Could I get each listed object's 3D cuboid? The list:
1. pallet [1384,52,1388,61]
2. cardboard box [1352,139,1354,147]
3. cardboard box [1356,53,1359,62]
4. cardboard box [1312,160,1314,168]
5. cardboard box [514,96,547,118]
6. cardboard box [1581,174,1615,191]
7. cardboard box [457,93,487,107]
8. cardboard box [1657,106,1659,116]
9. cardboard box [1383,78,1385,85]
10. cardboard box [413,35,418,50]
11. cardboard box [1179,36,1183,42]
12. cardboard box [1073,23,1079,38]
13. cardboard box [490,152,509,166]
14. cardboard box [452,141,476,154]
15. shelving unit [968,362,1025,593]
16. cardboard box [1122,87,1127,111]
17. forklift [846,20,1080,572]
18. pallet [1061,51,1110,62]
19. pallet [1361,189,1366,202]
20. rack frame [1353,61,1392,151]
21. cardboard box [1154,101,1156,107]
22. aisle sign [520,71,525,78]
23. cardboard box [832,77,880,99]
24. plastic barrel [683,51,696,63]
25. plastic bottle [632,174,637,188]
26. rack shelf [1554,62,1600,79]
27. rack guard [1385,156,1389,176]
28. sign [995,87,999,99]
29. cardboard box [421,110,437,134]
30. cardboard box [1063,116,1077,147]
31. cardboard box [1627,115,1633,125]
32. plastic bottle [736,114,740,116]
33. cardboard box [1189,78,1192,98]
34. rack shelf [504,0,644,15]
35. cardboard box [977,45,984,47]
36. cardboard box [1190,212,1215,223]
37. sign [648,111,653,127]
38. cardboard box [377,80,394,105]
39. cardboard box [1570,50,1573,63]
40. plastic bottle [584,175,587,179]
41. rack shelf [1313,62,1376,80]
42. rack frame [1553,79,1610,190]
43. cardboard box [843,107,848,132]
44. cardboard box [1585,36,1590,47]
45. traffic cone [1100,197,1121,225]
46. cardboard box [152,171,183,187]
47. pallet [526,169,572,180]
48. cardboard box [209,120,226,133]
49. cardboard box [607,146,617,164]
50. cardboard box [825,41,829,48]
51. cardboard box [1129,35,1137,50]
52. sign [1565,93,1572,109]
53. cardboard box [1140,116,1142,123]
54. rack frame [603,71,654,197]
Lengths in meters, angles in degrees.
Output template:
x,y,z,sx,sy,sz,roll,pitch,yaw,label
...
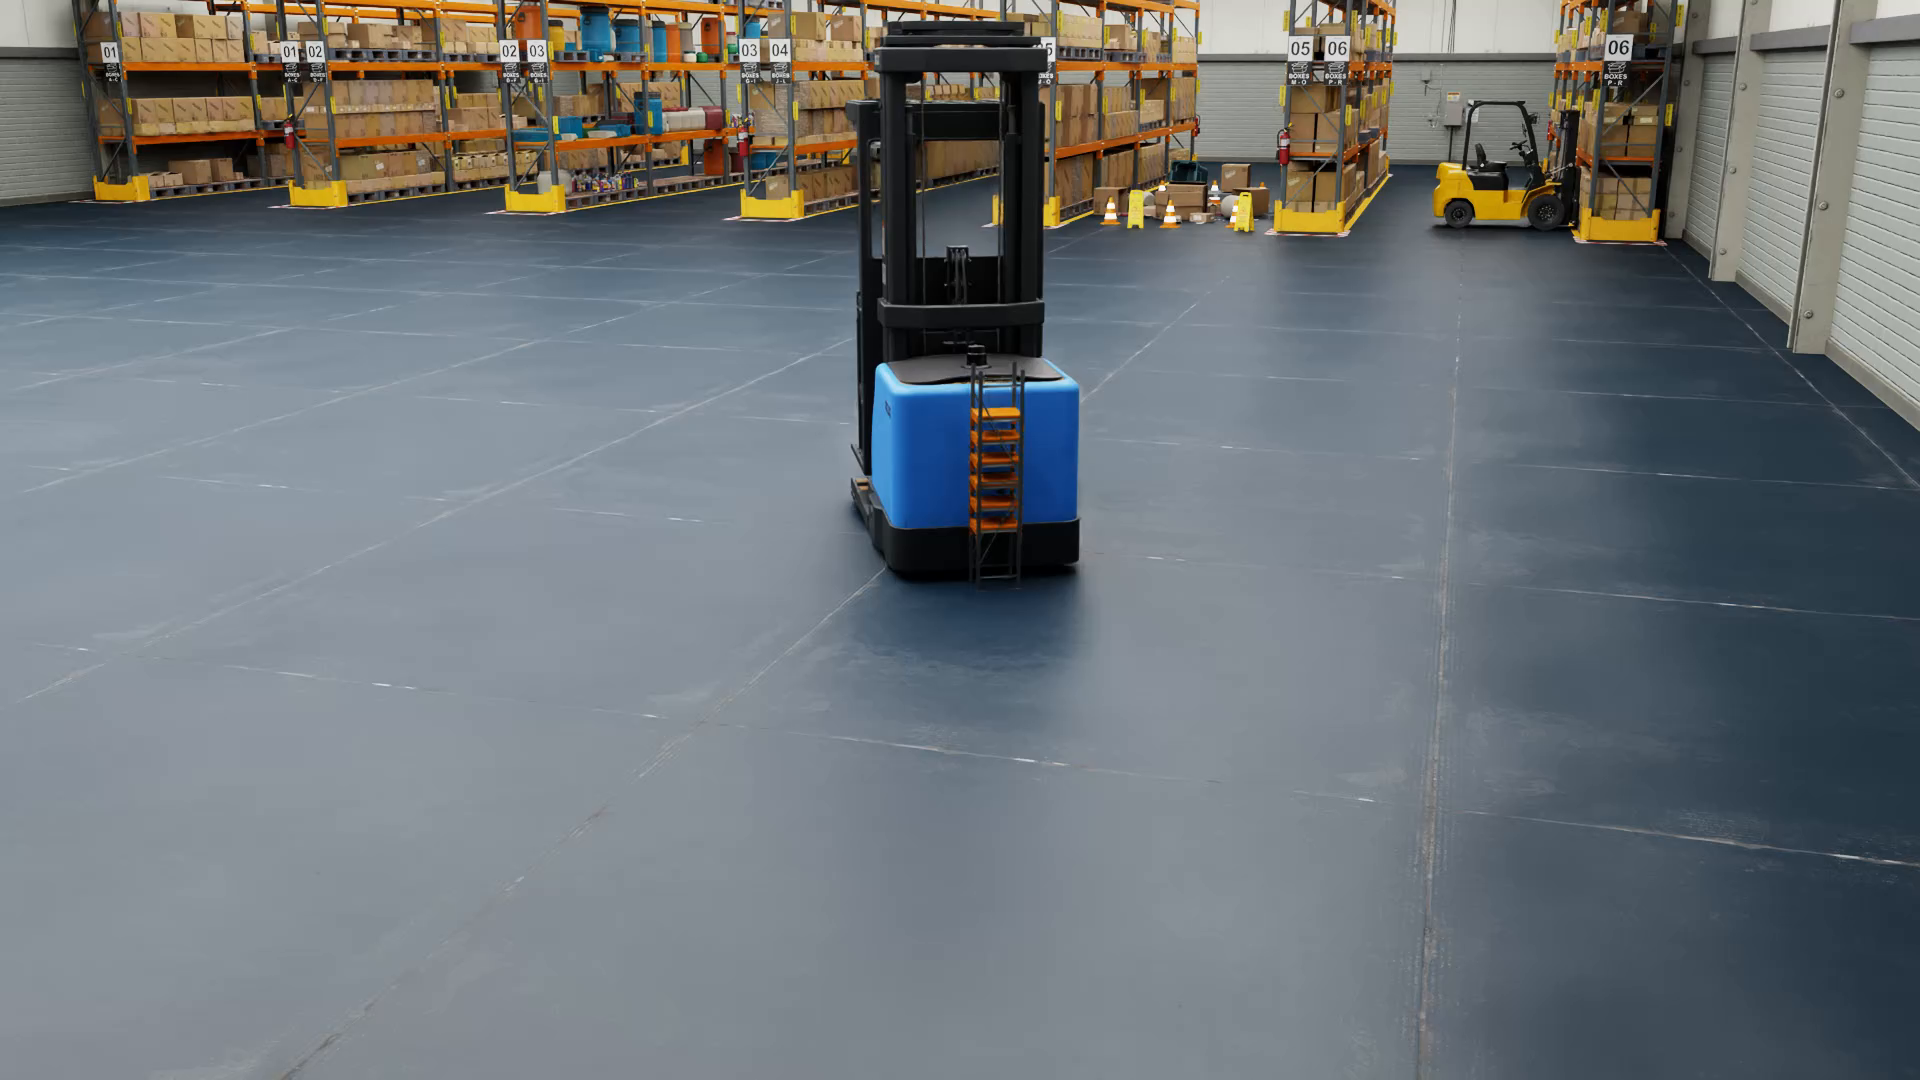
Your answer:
x,y,z,sx,sy,sz,roll,pitch,yaw,label
9.615,-11.480,39.473,1.003,0.211,1.213,5,16,16,pallet
7.014,-7.279,30.455,0.380,0.149,0.250,4,16,15,cardboard box
6.995,-8.721,30.044,0.380,0.149,0.250,5,17,17,cardboard box
6.131,-6.745,29.817,0.380,0.149,0.250,5,17,18,cardboard box
-10.692,-10.781,41.390,0.700,0.500,0.500,-1,16,-3,cardboard box
10.693,-5.982,27.860,0.500,0.250,0.500,5,17,17,cardboard box
-13.994,-12.263,47.017,0.980,0.700,0.700,4,16,14,cardboard box
11.158,-6.982,27.032,0.380,0.149,0.250,5,17,18,cardboard box
10.033,-11.036,40.037,0.380,0.149,0.250,4,16,14,cardboard box
-14.828,-13.118,44.094,0.700,0.500,0.500,4,16,15,cardboard box
5.332,-12.425,41.268,0.380,0.149,0.250,5,17,19,cardboard box
1.856,-9.220,30.118,0.500,0.250,0.500,4,16,15,cardboard box
-10.963,-9.082,39.595,0.500,0.311,0.500,5,16,16,cardboard box
-14.066,-10.975,46.836,0.700,0.500,0.500,5,17,17,cardboard box
0.190,-0.325,8.764,0.258,1.200,0.189,-3,19,-11,shelving unit
3.181,-9.457,35.660,0.700,0.500,0.500,4,16,15,cardboard box
-0.091,-1.597,10.087,1.130,2.935,3.031,-3,16,-9,forklift
2.537,-9.726,33.475,0.805,0.209,1.217,4,16,14,pallet
8.012,-7.274,35.089,1.003,0.211,1.213,5,16,16,pallet
10.509,-10.913,42.807,1.000,3.000,0.127,5,16,16,rack frame
4.372,-10.201,38.896,0.380,0.149,0.250,4,16,14,cardboard box
-12.932,-14.080,49.209,0.394,0.787,0.004,5,16,16,aisle sign
-2.043,-9.230,35.004,1.000,1.000,1.000,5,17,16,cardboard box
-6.152,-10.998,37.865,0.301,0.262,0.301,0,16,0,plastic barrel
-6.972,-7.680,35.579,0.061,0.283,0.133,5,17,19,plastic bottle
14.701,-11.103,39.298,1.077,0.370,4.000,5,16,16,rack shelf
10.516,-9.717,43.171,1.175,0.500,0.348,5,16,16,rack guard
0.671,-7.801,29.280,0.100,0.325,0.005,5,16,16,sign
-12.020,-9.243,36.735,0.700,0.500,0.500,4,16,14,cardboard box
1.664,-7.540,30.639,0.875,0.550,0.550,5,16,16,cardboard box
11.076,-6.841,27.081,0.380,0.149,0.250,5,16,16,cardboard box
-5.638,-10.626,42.022,0.152,0.276,0.135,5,16,16,plastic bottle
5.699,-11.671,42.919,0.500,0.500,0.500,4,16,14,cardboard box
-7.720,-10.751,33.292,1.077,0.370,4.000,5,16,16,rack shelf
0.193,-12.726,42.567,0.700,0.500,0.500,6,17,19,cardboard box
4.397,-5.855,30.199,0.250,0.149,0.380,-15,21,-41,cardboard box
-6.627,-9.014,35.604,0.100,0.325,0.005,5,16,16,sign
-12.447,-9.473,35.170,0.700,0.500,0.500,5,16,16,cardboard box
13.193,-10.223,35.151,0.500,0.250,0.500,5,16,16,cardboard box
-7.919,-7.563,35.167,0.061,0.283,0.133,5,17,18,plastic bottle
7.667,-9.394,33.272,1.077,0.370,4.000,5,16,16,rack shelf
14.132,-9.483,37.764,1.000,3.000,0.127,5,16,16,rack frame
-2.766,-8.492,33.544,0.875,0.500,0.500,5,16,16,cardboard box
11.831,-9.248,30.651,0.500,0.311,0.500,4,16,14,cardboard box
2.700,-5.893,29.757,0.336,0.463,0.334,5,16,16,traffic cone
-17.342,-7.889,36.268,0.500,0.311,0.500,6,17,20,cardboard box
-10.514,-9.209,41.908,1.003,0.211,1.213,5,16,16,pallet
-16.772,-9.222,37.084,0.500,0.250,0.500,5,16,16,cardboard box
-9.492,-10.262,44.287,0.500,0.500,0.500,5,16,16,cardboard box
-2.749,-9.588,32.185,0.380,0.149,0.250,4,16,14,cardboard box
3.451,-10.531,35.174,0.500,0.311,0.500,5,16,16,cardboard box
12.473,-8.995,34.067,0.100,0.325,0.005,5,16,16,sign
3.858,-9.430,37.270,0.380,0.149,0.250,5,17,19,cardboard box
-7.151,-8.926,35.802,1.000,3.000,0.127,5,16,16,rack frame
